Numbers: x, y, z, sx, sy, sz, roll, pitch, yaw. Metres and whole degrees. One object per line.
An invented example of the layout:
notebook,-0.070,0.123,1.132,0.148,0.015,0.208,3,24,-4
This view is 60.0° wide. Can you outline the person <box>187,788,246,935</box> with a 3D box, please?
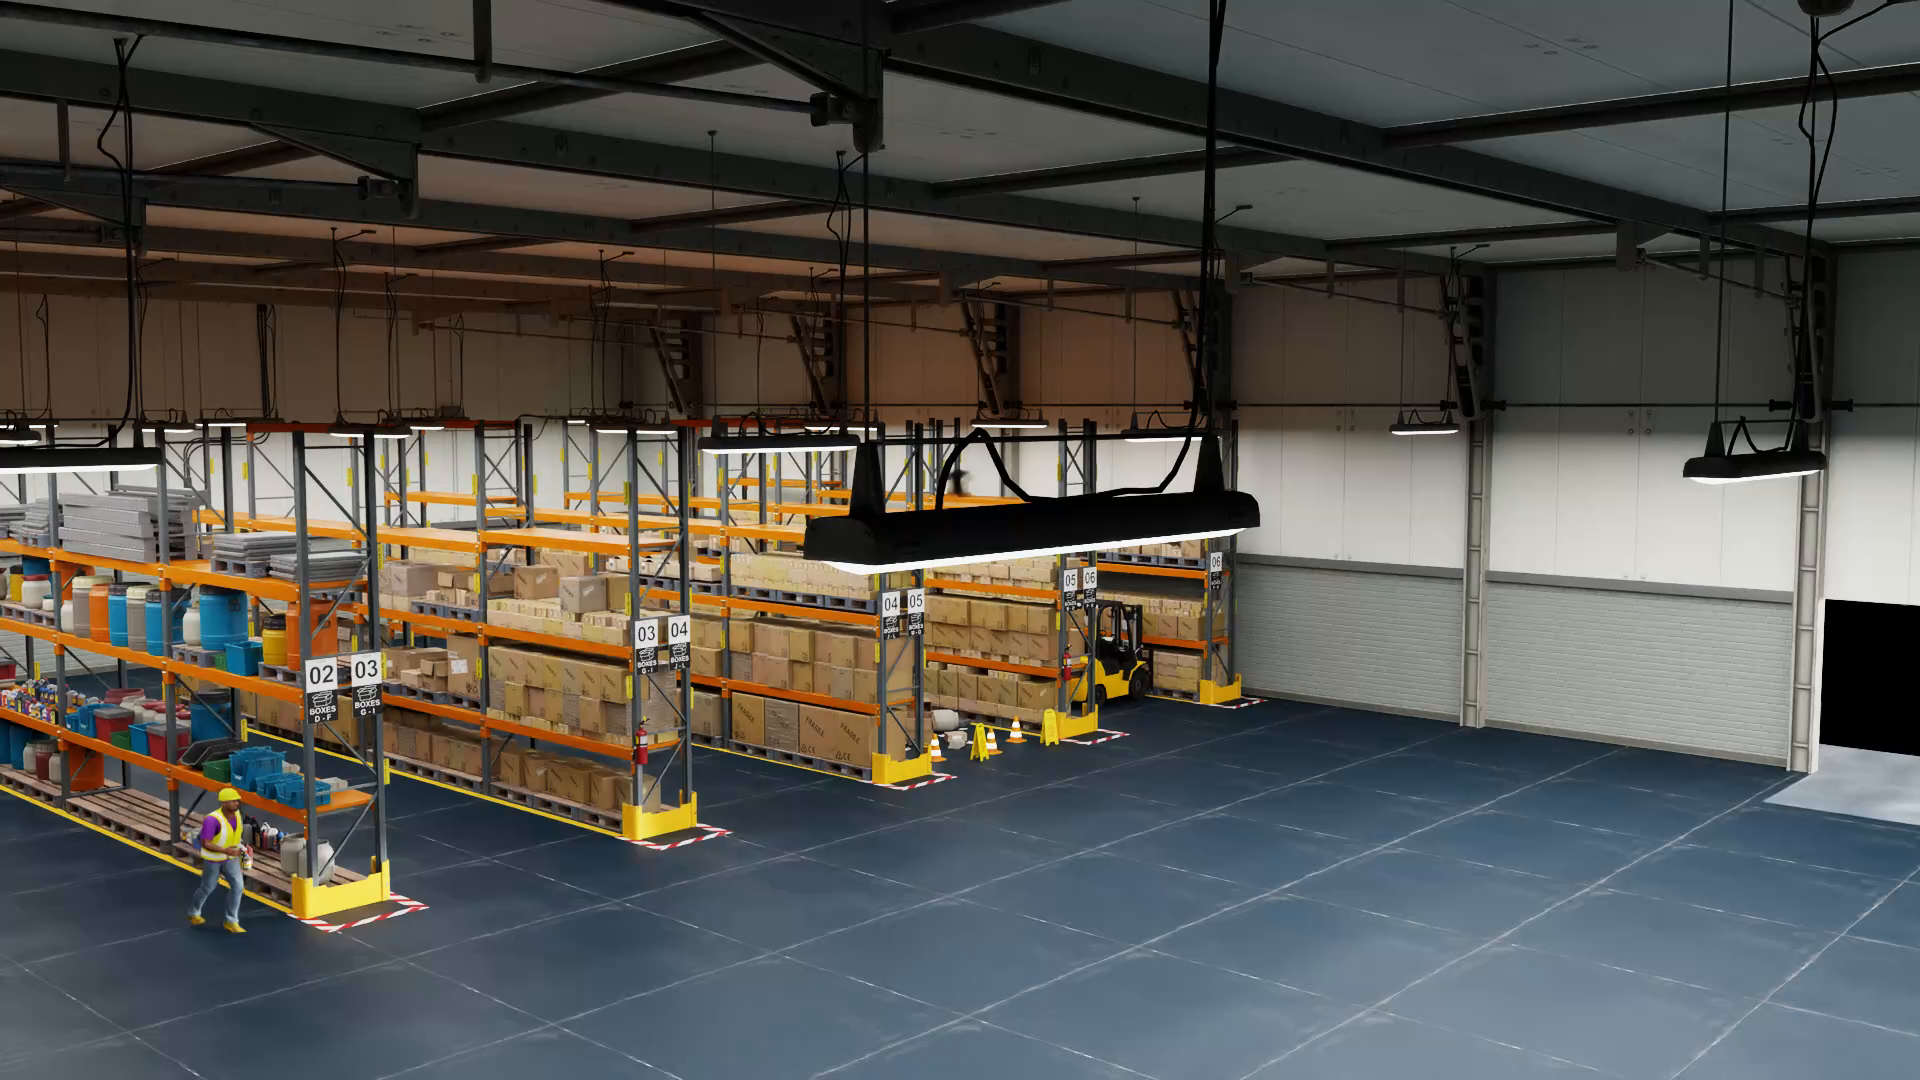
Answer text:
person,-8.910,3.845,20.010,0.888,1.767,0.682,2,5,28
